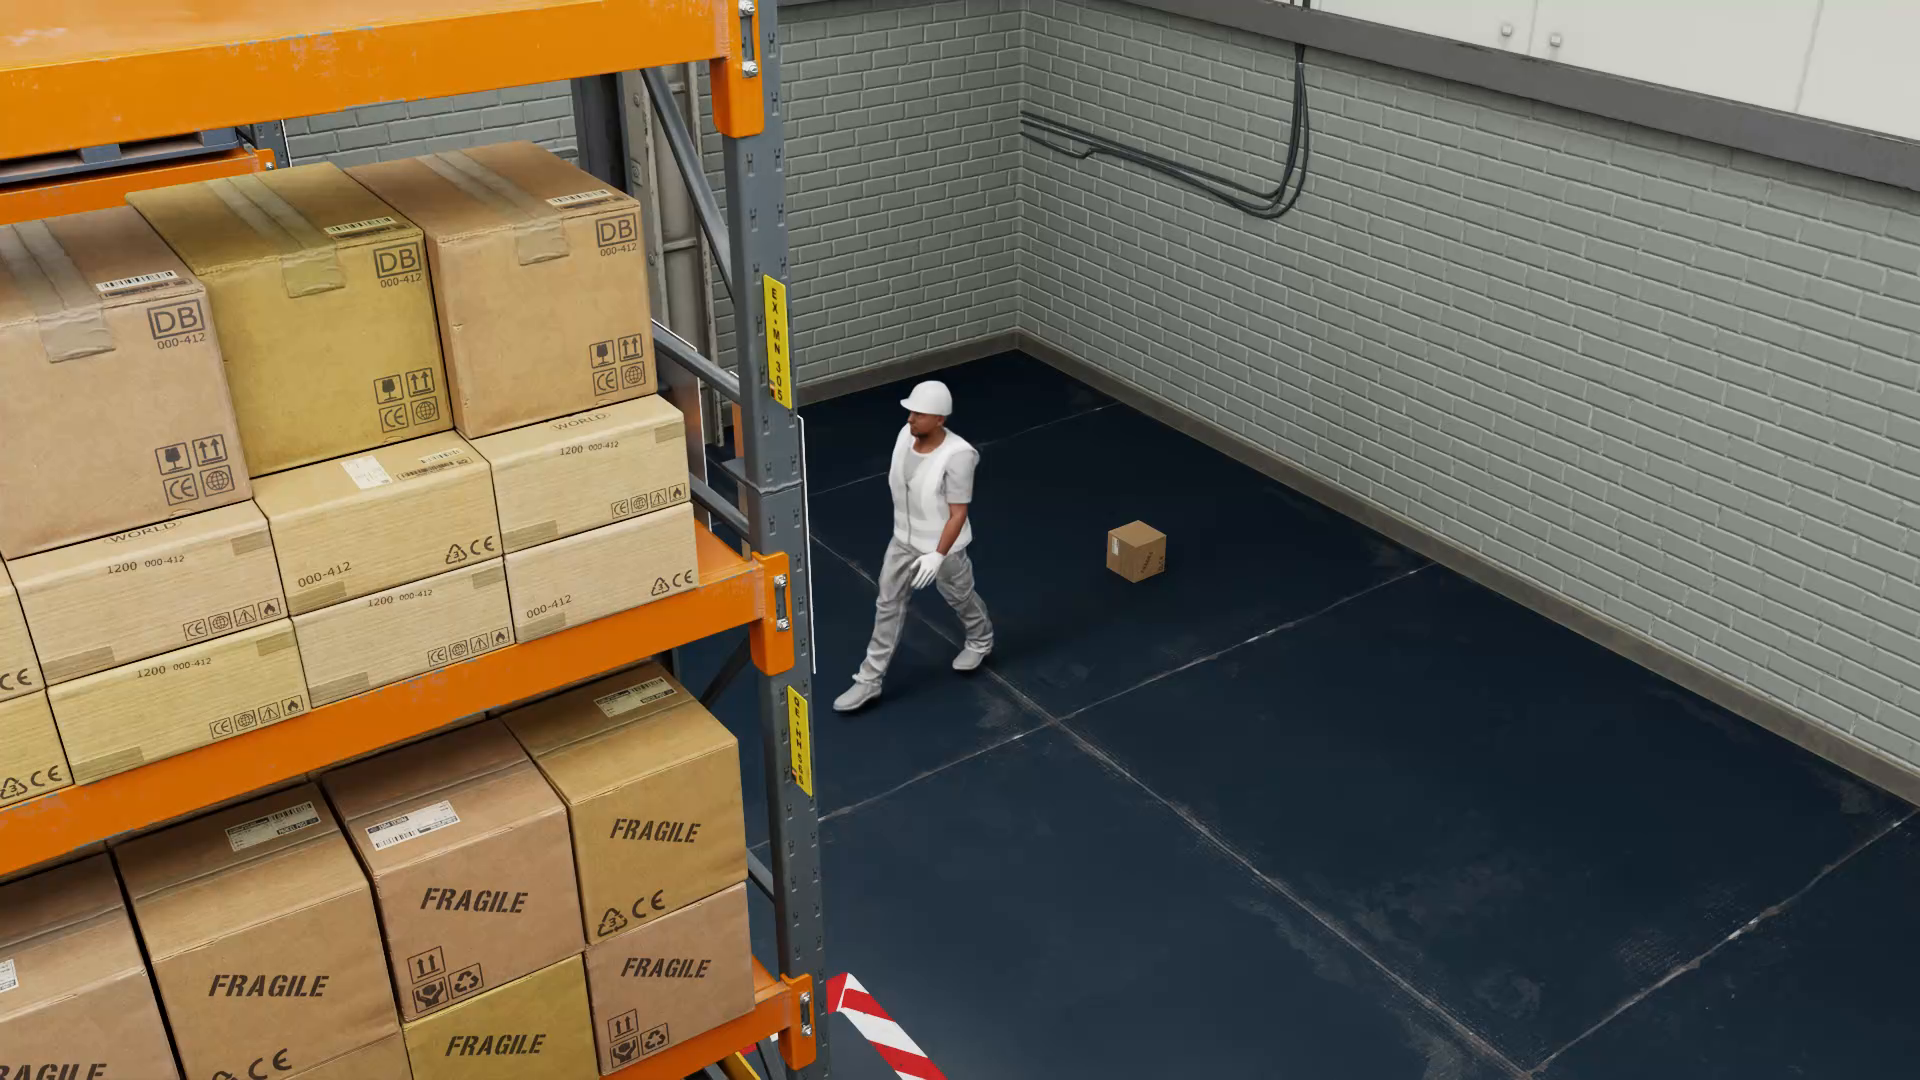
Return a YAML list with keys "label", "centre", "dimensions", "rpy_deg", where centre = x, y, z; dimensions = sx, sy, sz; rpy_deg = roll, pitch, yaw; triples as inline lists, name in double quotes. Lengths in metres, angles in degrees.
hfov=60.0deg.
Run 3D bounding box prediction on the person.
- label: "person"
  centre: [-0.216, 0.015, 8.531]
  dimensions: [0.564, 1.724, 1.016]
  rpy_deg: [25, 37, 38]
